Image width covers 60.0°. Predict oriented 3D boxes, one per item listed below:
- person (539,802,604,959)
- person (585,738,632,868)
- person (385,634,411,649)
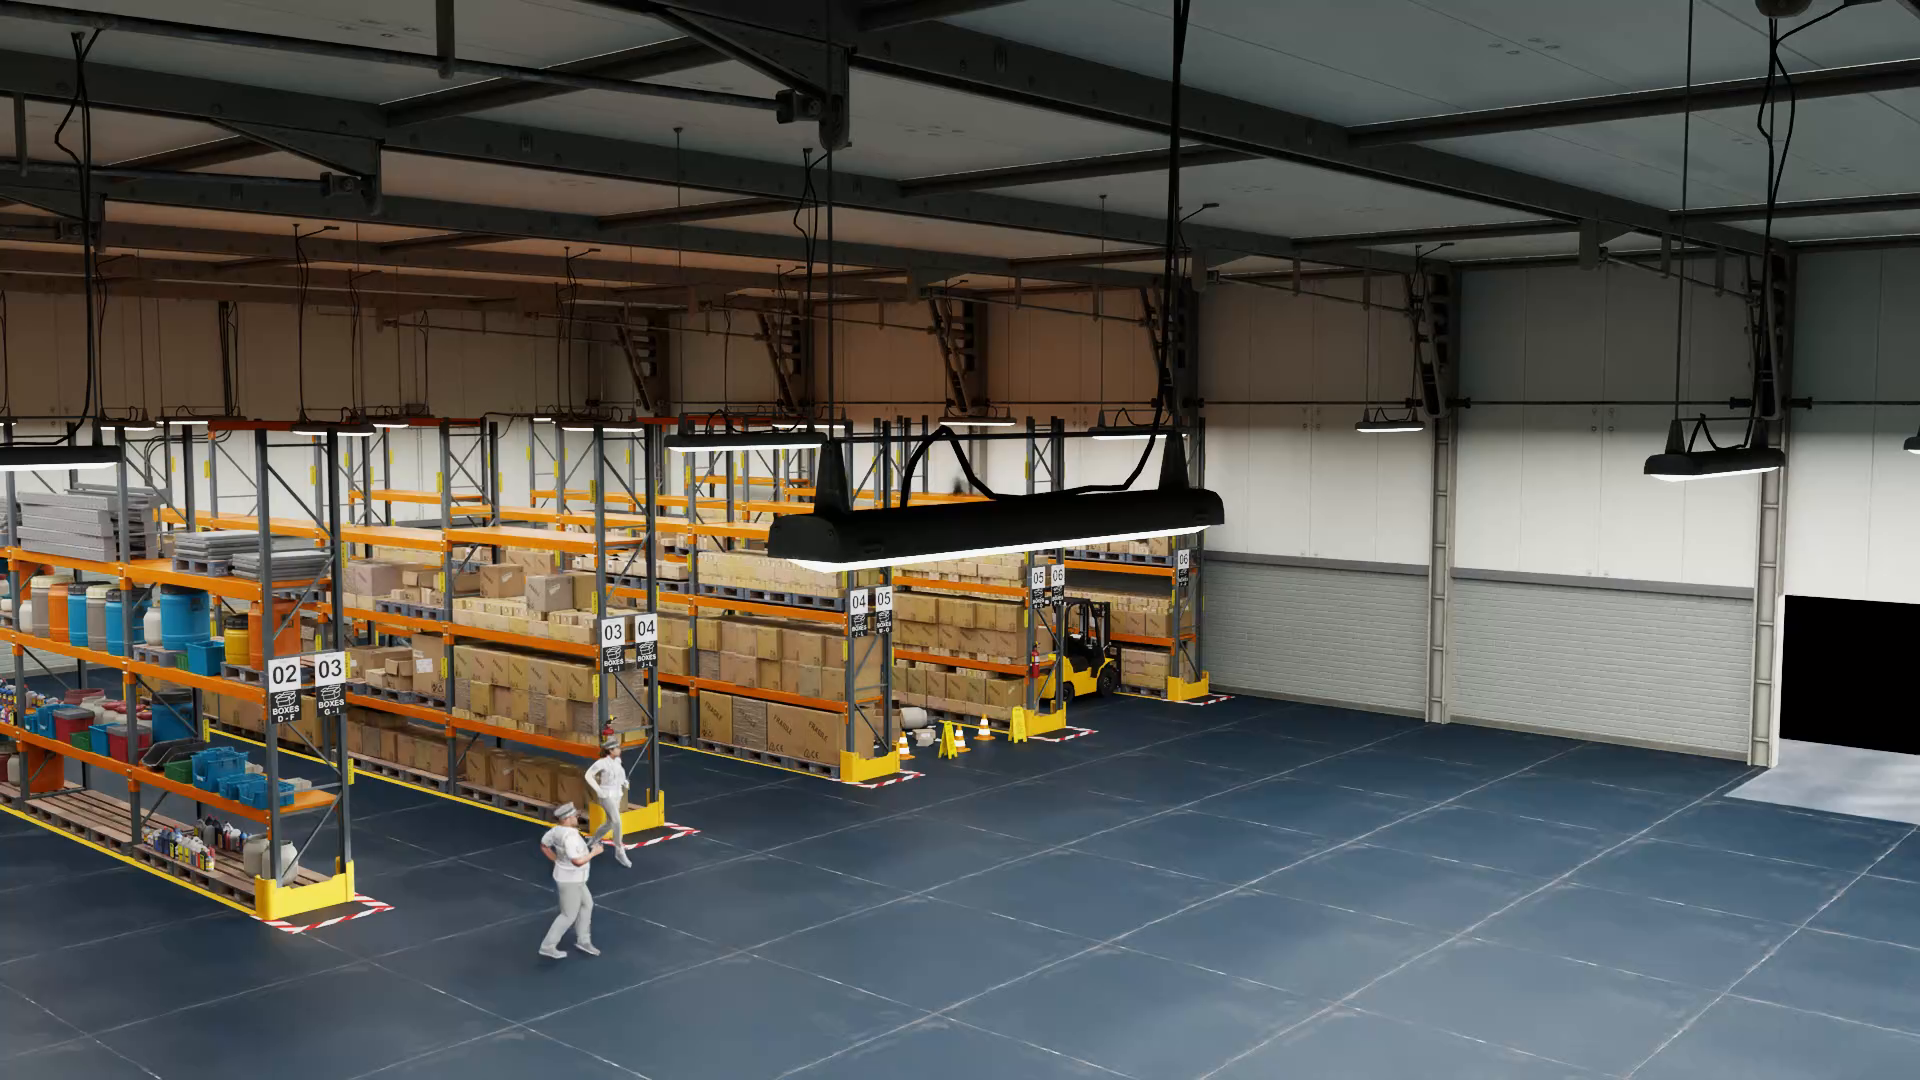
[{"bbox_3d":[-4.413,3.880,18.824,0.763,1.845,0.643,-2,5,-25],"label":"person"},{"bbox_3d":[-4.797,3.582,22.976,0.891,1.702,0.616,2,5,24],"label":"person"},{"bbox_3d":[-13.760,2.118,40.564,0.795,1.739,0.553,-4,6,-43],"label":"person"}]
